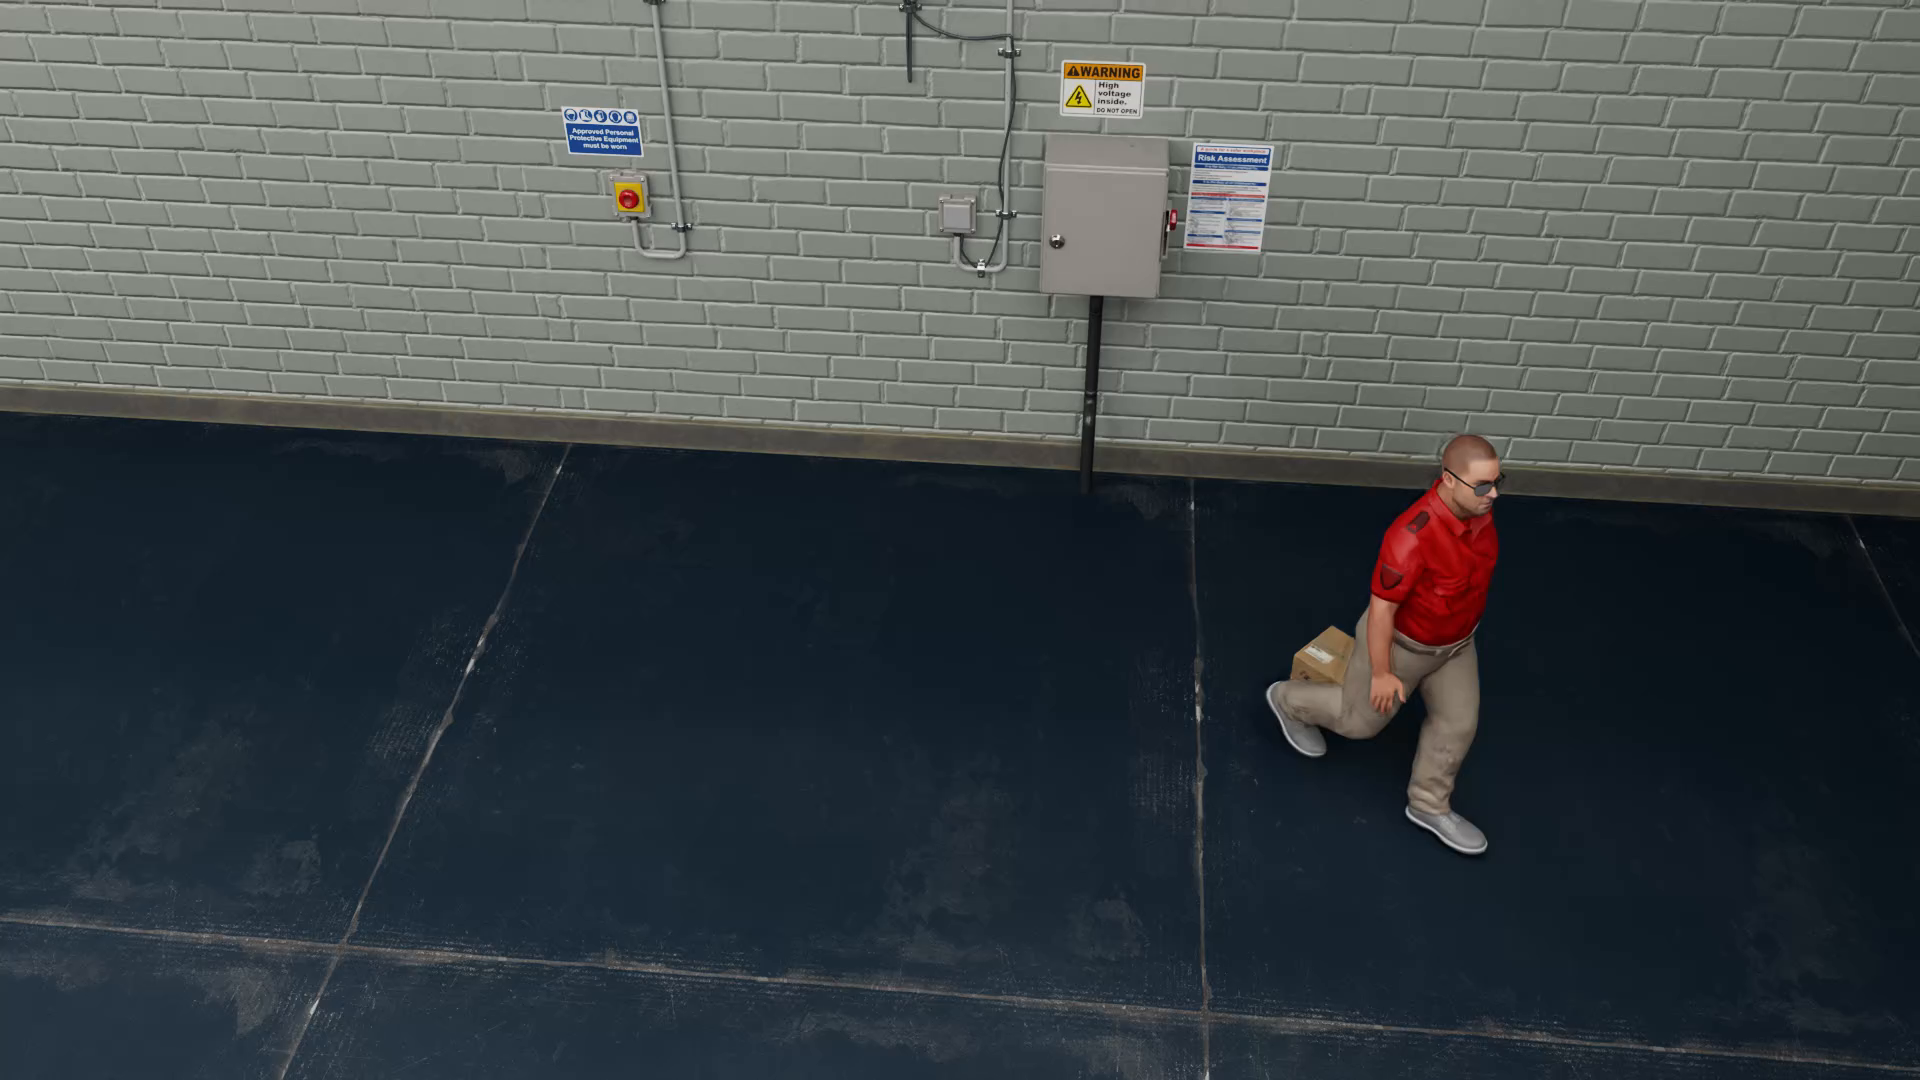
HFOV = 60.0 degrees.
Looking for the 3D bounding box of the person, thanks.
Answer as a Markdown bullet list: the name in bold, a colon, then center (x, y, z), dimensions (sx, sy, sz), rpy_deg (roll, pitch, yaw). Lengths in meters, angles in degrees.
- **person**: center (1.542, 0.310, 5.793), dimensions (0.550, 1.684, 0.963), rpy_deg (-26, 46, -28)
